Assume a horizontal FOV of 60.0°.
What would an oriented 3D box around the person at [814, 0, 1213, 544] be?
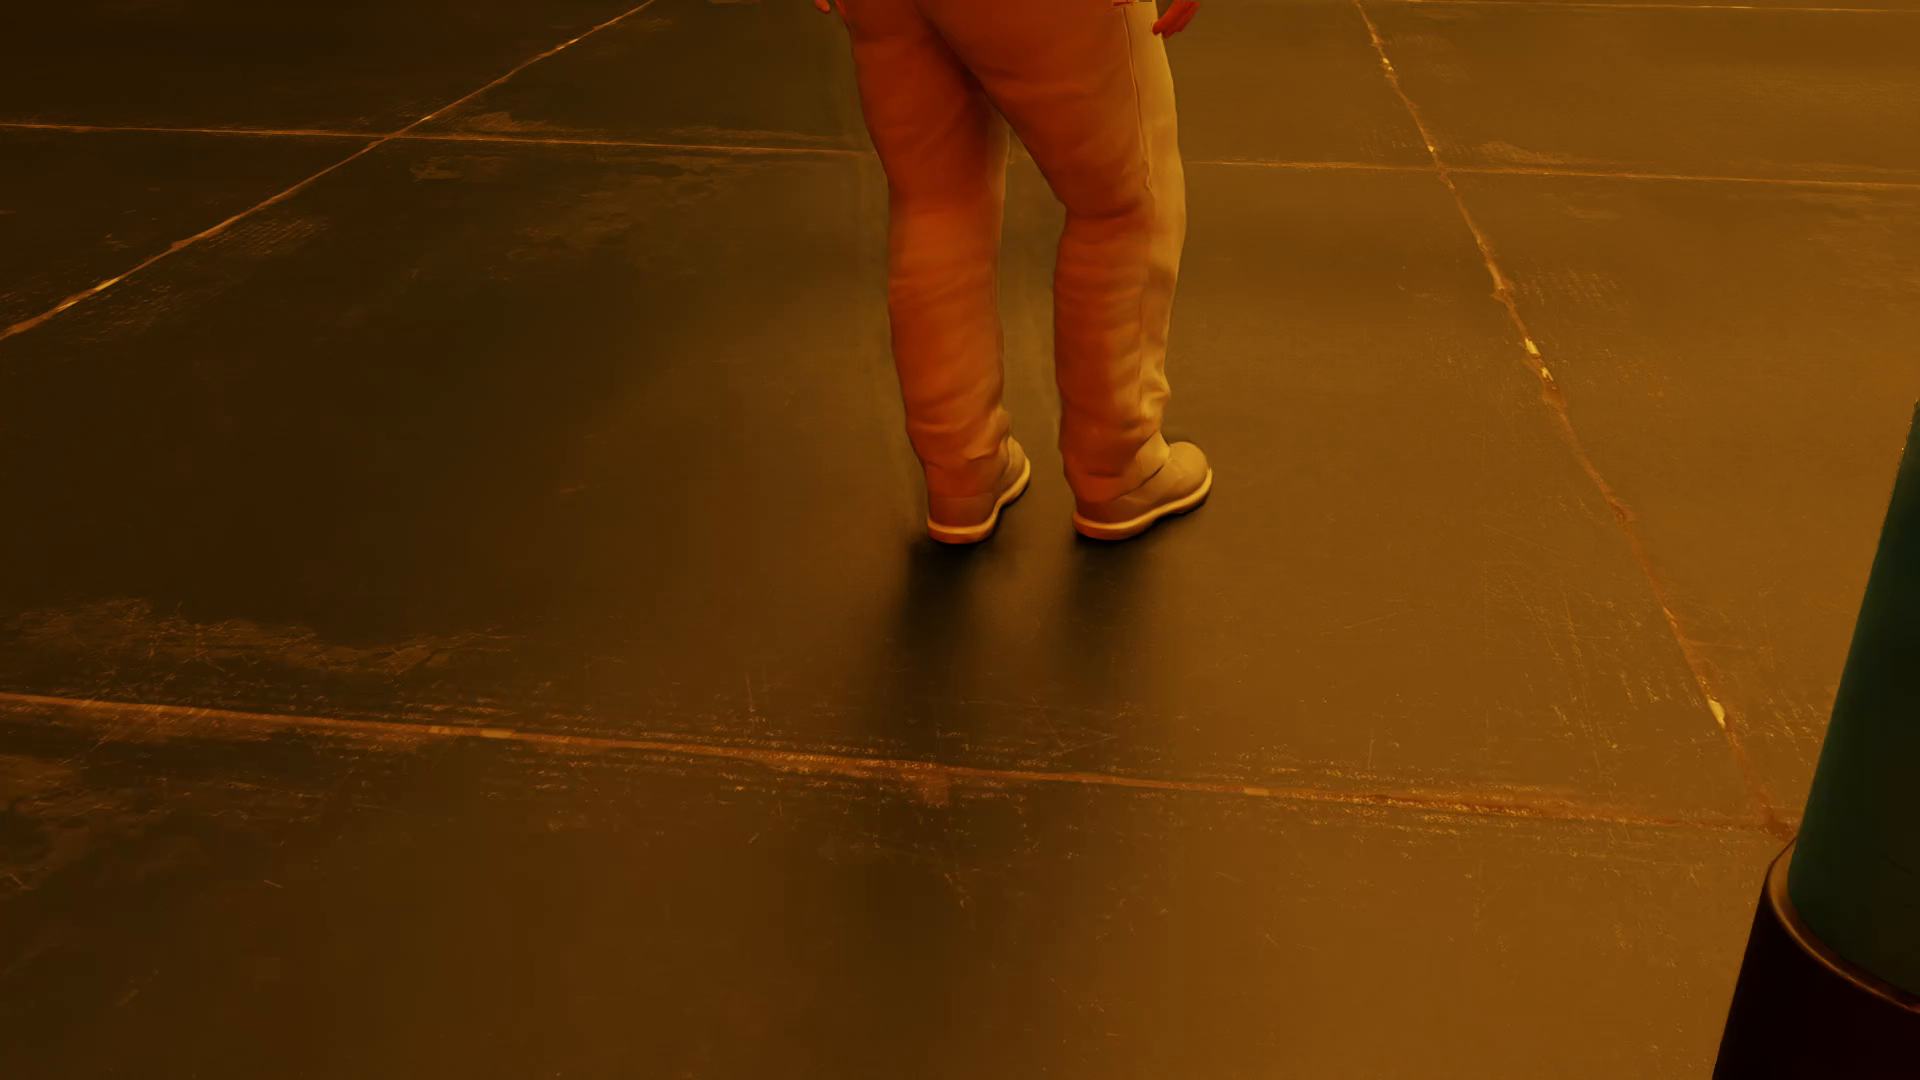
[{"bbox_3d":[0.099,-0.834,2.193,0.659,1.767,0.608,23,34,38],"label":"person"}]
